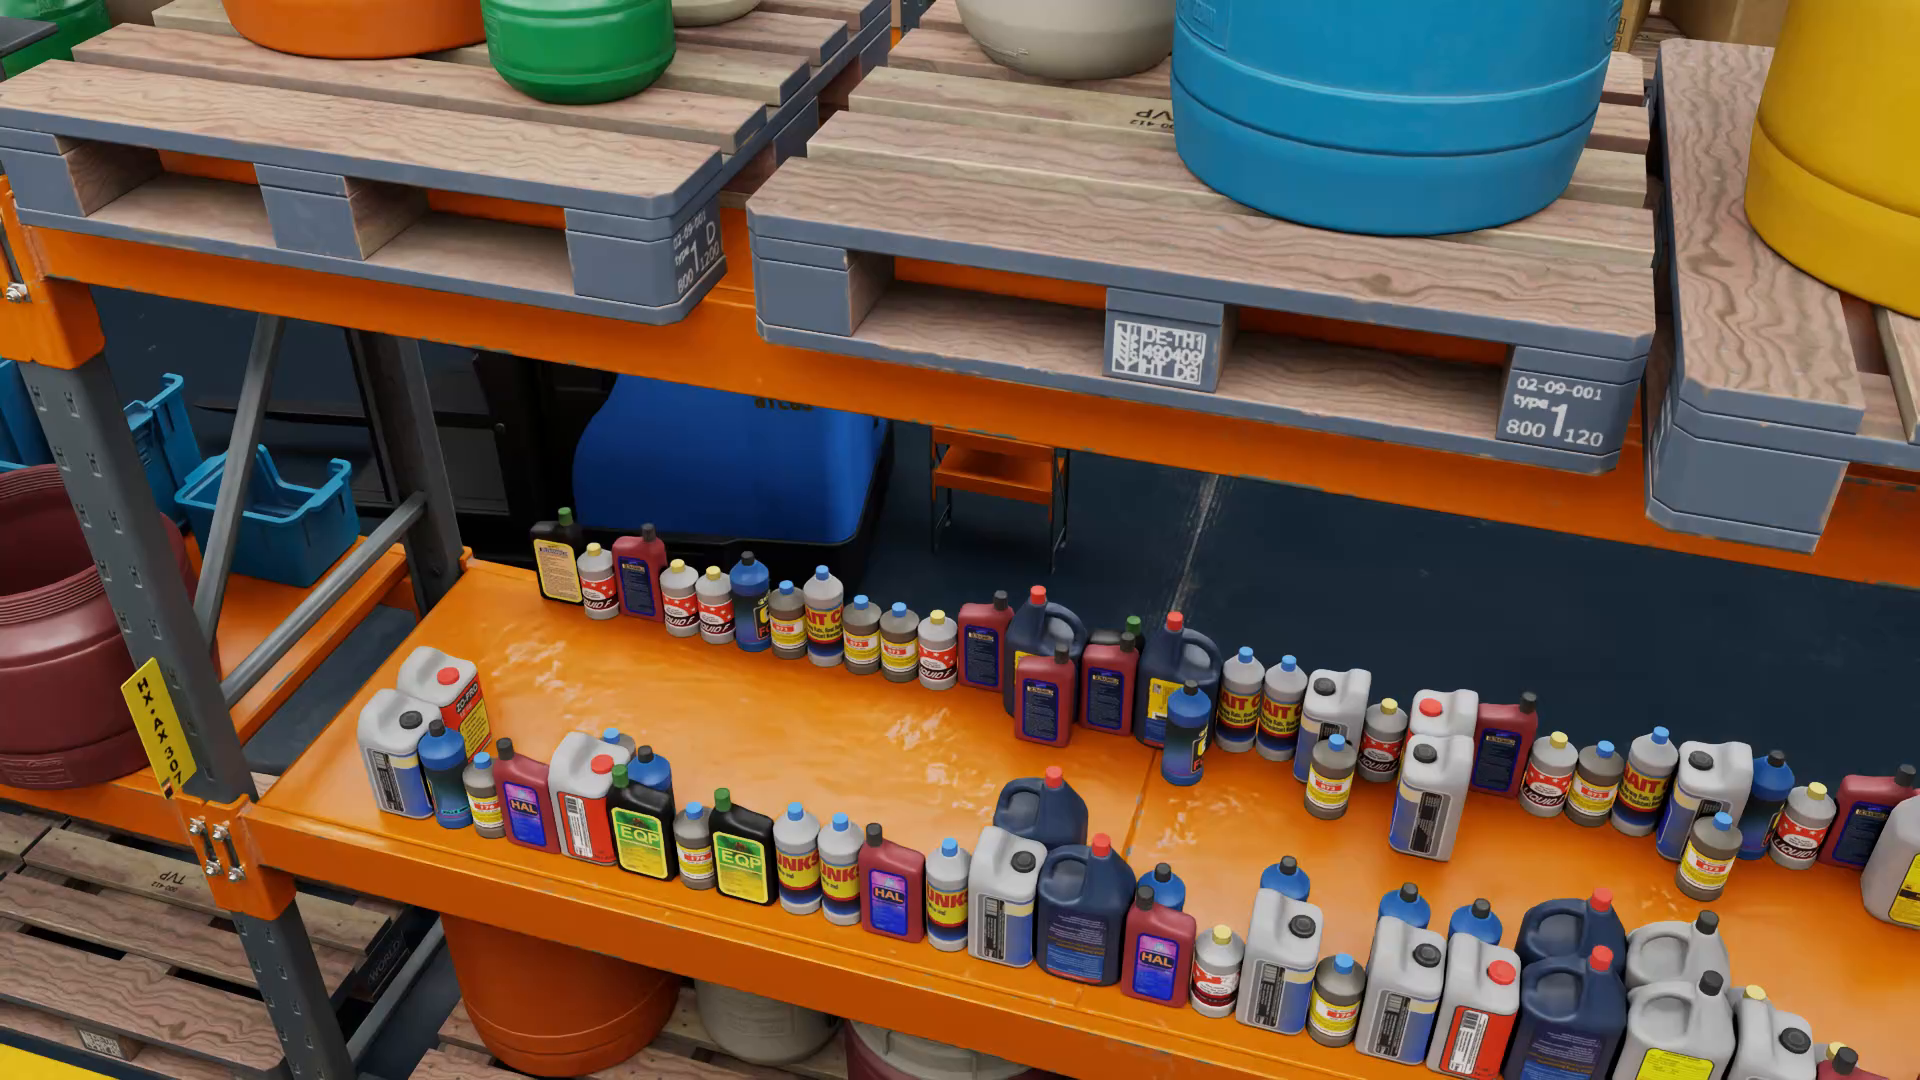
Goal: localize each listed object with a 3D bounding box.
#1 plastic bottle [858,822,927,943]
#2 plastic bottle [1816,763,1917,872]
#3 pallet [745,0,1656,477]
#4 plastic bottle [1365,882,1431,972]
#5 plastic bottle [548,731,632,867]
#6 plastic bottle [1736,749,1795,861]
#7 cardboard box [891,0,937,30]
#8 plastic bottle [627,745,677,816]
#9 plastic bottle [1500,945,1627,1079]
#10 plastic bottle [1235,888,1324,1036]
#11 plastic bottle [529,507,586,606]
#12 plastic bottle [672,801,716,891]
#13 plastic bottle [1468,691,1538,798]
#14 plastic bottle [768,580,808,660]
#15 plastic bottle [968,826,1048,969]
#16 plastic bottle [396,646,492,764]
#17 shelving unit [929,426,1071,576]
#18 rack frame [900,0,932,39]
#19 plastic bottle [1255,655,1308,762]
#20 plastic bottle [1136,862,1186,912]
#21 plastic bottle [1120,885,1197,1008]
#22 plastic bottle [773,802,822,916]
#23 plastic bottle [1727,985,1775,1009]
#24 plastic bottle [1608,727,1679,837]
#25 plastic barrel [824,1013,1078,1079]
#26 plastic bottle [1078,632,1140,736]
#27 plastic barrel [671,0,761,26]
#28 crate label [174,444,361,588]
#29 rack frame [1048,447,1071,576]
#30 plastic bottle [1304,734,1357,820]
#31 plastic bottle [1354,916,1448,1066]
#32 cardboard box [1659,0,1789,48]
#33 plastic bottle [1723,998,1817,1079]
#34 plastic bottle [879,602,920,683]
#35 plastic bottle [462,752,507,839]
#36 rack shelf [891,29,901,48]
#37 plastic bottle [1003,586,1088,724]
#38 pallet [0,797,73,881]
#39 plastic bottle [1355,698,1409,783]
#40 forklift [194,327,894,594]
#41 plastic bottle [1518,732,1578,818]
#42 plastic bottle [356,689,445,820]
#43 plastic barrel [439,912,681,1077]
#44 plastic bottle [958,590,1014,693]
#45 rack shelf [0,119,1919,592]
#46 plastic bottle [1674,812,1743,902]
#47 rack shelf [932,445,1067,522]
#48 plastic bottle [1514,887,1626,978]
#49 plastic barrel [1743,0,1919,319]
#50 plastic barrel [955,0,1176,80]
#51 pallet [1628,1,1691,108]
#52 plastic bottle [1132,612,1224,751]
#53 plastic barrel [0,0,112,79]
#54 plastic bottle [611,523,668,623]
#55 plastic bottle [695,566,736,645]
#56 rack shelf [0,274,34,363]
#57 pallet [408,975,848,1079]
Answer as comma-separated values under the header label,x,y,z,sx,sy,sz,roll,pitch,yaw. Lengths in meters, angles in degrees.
label,x,y,z,sx,sy,sz,roll,pitch,yaw
plastic bottle,-0.136,0.693,3.376,0.133,0.283,0.061,10,38,14
plastic bottle,1.926,0.581,3.529,0.133,0.283,0.061,10,38,14
pallet,0.415,-0.550,2.596,1.213,0.211,1.003,10,38,14
plastic bottle,0.864,0.777,3.272,0.097,0.271,0.097,0,36,0
plastic bottle,-0.784,0.548,3.580,0.135,0.276,0.152,10,38,14
plastic bottle,1.717,0.558,3.569,0.097,0.271,0.097,0,36,0
cardboard box,-0.396,-2.698,7.961,0.500,0.311,0.500,13,38,17
plastic bottle,-0.663,0.551,3.579,0.097,0.271,0.097,0,36,0
plastic bottle,1.124,0.874,3.074,0.185,0.351,0.144,10,38,14
plastic bottle,0.623,0.808,3.226,0.135,0.276,0.152,10,38,14
plastic bottle,-1.029,0.034,4.272,0.133,0.283,0.061,10,38,14
plastic bottle,-0.554,0.637,3.521,0.097,0.201,0.097,0,36,0
plastic bottle,1.205,0.448,3.710,0.133,0.283,0.061,10,38,14
plastic bottle,-0.425,0.190,4.129,0.097,0.201,0.097,0,36,0
plastic bottle,0.098,0.711,3.358,0.135,0.276,0.152,10,38,14
plastic bottle,-1.180,0.380,3.808,0.135,0.276,0.152,10,38,14
shelving unit,0.158,-0.454,6.355,0.503,1.200,0.258,10,38,14
rack frame,-0.062,-2.645,7.814,0.127,3.000,1.000,10,38,14
plastic bottle,0.740,0.377,3.815,0.097,0.271,0.097,0,36,0
plastic bottle,0.395,0.747,3.313,0.097,0.271,0.097,0,36,0
plastic bottle,0.389,0.790,3.244,0.133,0.283,0.061,10,38,14
plastic bottle,-0.334,0.650,3.445,0.097,0.271,0.097,0,36,0
plastic bottle,1.474,0.918,3.139,0.097,0.201,0.097,0,36,0
plastic bottle,1.496,0.517,3.625,0.097,0.271,0.097,0,36,0
plastic barrel,0.008,1.235,4.221,0.708,0.588,0.600,10,38,14
plastic bottle,0.348,0.326,3.874,0.133,0.283,0.061,10,38,14
plastic barrel,-0.475,-1.058,2.889,0.301,0.262,0.301,0,36,0
crate label,-1.833,-0.062,4.446,0.416,0.233,0.303,10,38,14
rack frame,0.391,-0.411,6.296,0.015,1.200,0.240,10,38,14
plastic bottle,0.823,0.516,3.687,0.097,0.201,0.097,0,36,0
plastic bottle,0.845,0.849,3.170,0.135,0.276,0.152,10,38,14
cardboard box,3.371,-2.358,6.985,0.500,0.500,0.700,-1,36,-2
plastic bottle,1.454,0.962,3.017,0.135,0.276,0.152,10,38,14
plastic bottle,-0.146,0.242,4.059,0.097,0.201,0.097,0,36,0
plastic bottle,-1.030,0.549,3.641,0.097,0.201,0.097,0,36,0
rack shelf,-1.971,-2.709,8.507,4.000,0.370,1.077,10,38,14
plastic bottle,0.201,0.260,3.907,0.185,0.351,0.144,10,38,14
pallet,-3.431,0.904,5.344,1.213,0.211,1.003,10,38,14
plastic bottle,0.961,0.447,3.780,0.097,0.201,0.097,0,36,0
forklift,-1.834,-1.316,6.066,3.031,2.935,1.130,4,37,5
plastic bottle,1.310,0.511,3.692,0.097,0.201,0.097,0,36,0
plastic bottle,-1.226,0.466,3.691,0.135,0.276,0.152,10,38,14
plastic barrel,-1.070,0.938,4.421,0.708,0.830,0.600,10,38,14
plastic bottle,0.062,0.236,3.998,0.133,0.283,0.061,10,38,14
rack shelf,0.367,-0.408,2.850,4.000,0.370,1.077,10,38,14
plastic bottle,1.579,0.656,3.496,0.097,0.201,0.097,0,36,0
rack shelf,0.158,-0.240,6.512,0.480,0.148,0.258,10,38,14
plastic bottle,1.167,0.792,3.185,0.185,0.351,0.144,10,38,14
plastic barrel,1.344,-0.636,2.040,0.600,0.588,0.600,0,36,0
plastic barrel,0.195,-1.047,2.643,0.433,0.535,0.433,0,36,0
pallet,3.026,-2.064,7.186,1.213,0.211,1.003,10,38,14
plastic bottle,0.505,0.317,3.831,0.185,0.351,0.144,10,38,14
plastic barrel,-1.793,-1.004,3.183,0.294,0.245,0.294,0,36,0
plastic bottle,-0.809,0.075,4.217,0.133,0.283,0.061,10,38,14
plastic bottle,-0.611,0.156,4.176,0.097,0.201,0.097,0,36,0
rack shelf,-3.451,-1.115,3.811,4.000,0.370,1.077,10,38,14
pallet,-0.777,1.395,4.676,1.213,0.211,1.003,10,38,14
